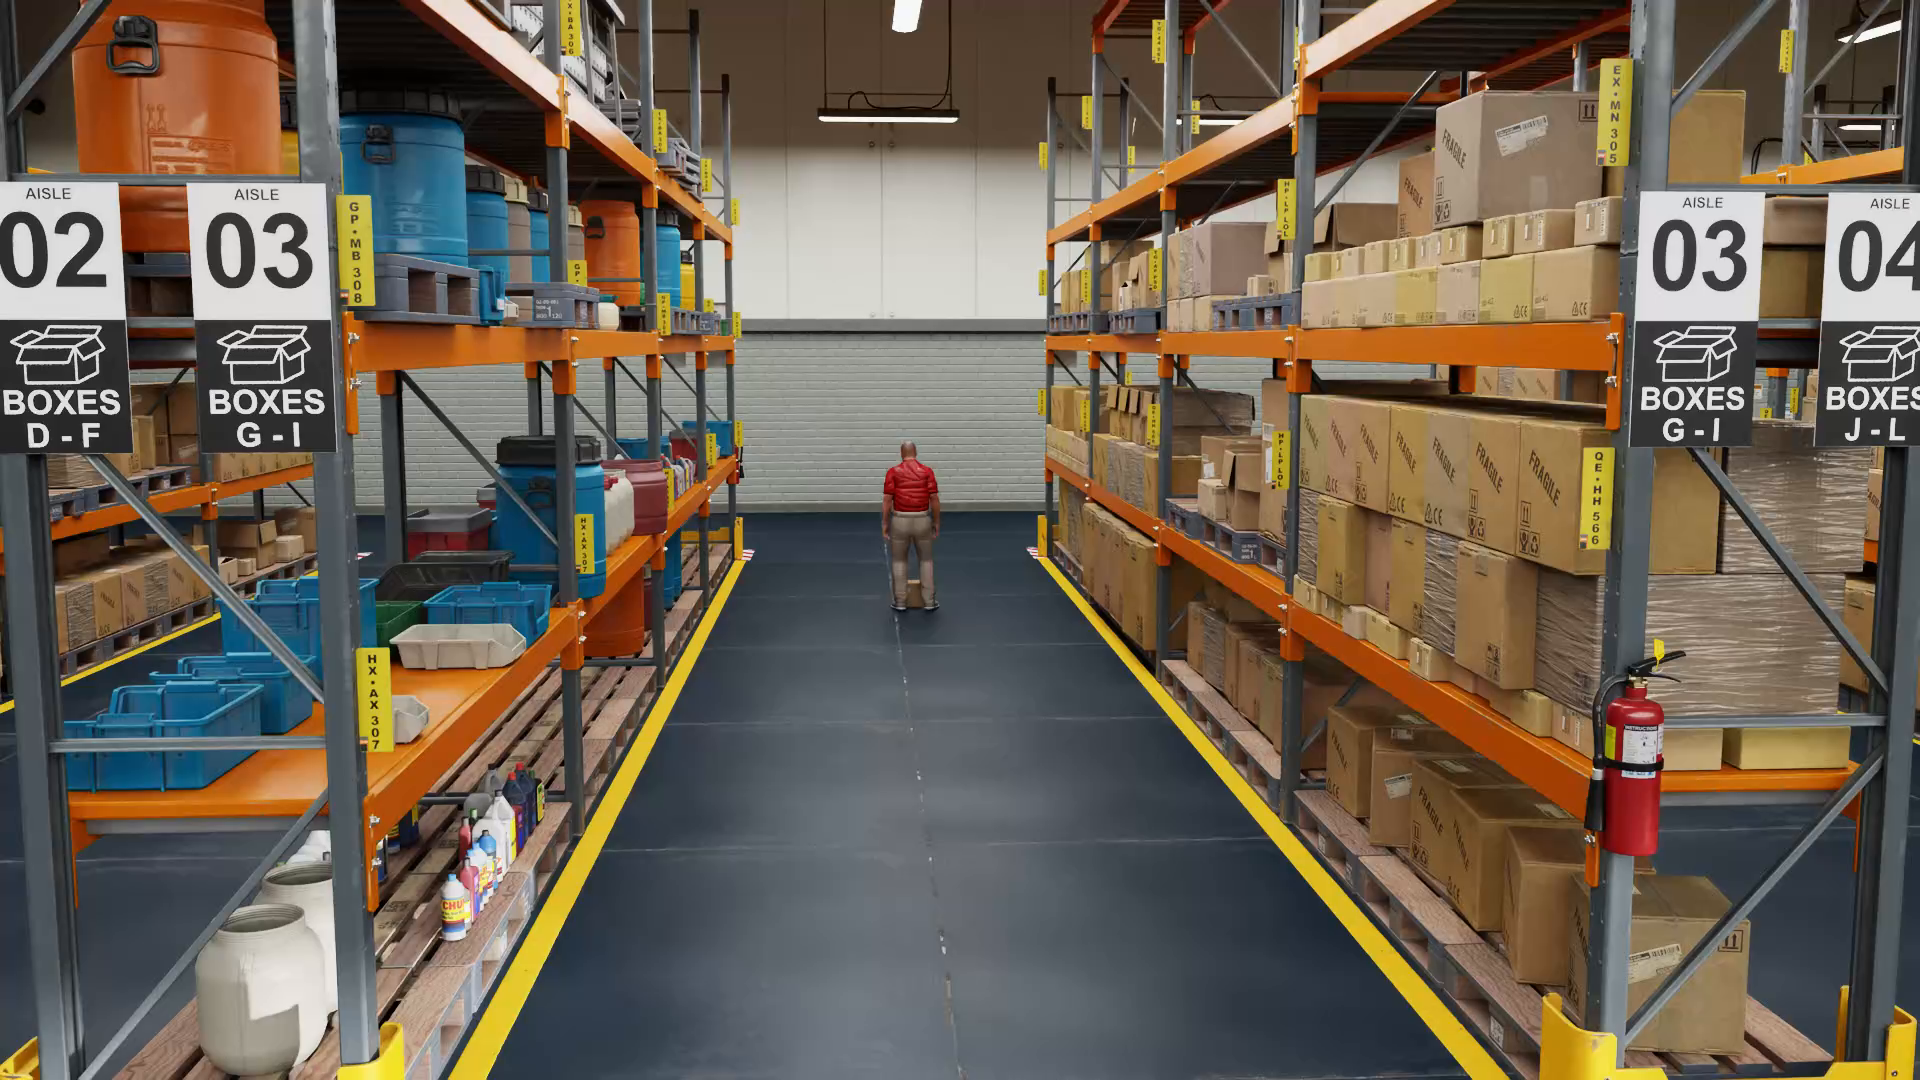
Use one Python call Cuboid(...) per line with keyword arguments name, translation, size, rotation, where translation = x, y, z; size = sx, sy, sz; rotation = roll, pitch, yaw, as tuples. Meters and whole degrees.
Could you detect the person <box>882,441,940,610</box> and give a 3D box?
Cuboid(name="person", translation=(-0.499, -0.145, 17.019), size=(0.588, 1.726, 0.389), rotation=(-1, 7, -4))
